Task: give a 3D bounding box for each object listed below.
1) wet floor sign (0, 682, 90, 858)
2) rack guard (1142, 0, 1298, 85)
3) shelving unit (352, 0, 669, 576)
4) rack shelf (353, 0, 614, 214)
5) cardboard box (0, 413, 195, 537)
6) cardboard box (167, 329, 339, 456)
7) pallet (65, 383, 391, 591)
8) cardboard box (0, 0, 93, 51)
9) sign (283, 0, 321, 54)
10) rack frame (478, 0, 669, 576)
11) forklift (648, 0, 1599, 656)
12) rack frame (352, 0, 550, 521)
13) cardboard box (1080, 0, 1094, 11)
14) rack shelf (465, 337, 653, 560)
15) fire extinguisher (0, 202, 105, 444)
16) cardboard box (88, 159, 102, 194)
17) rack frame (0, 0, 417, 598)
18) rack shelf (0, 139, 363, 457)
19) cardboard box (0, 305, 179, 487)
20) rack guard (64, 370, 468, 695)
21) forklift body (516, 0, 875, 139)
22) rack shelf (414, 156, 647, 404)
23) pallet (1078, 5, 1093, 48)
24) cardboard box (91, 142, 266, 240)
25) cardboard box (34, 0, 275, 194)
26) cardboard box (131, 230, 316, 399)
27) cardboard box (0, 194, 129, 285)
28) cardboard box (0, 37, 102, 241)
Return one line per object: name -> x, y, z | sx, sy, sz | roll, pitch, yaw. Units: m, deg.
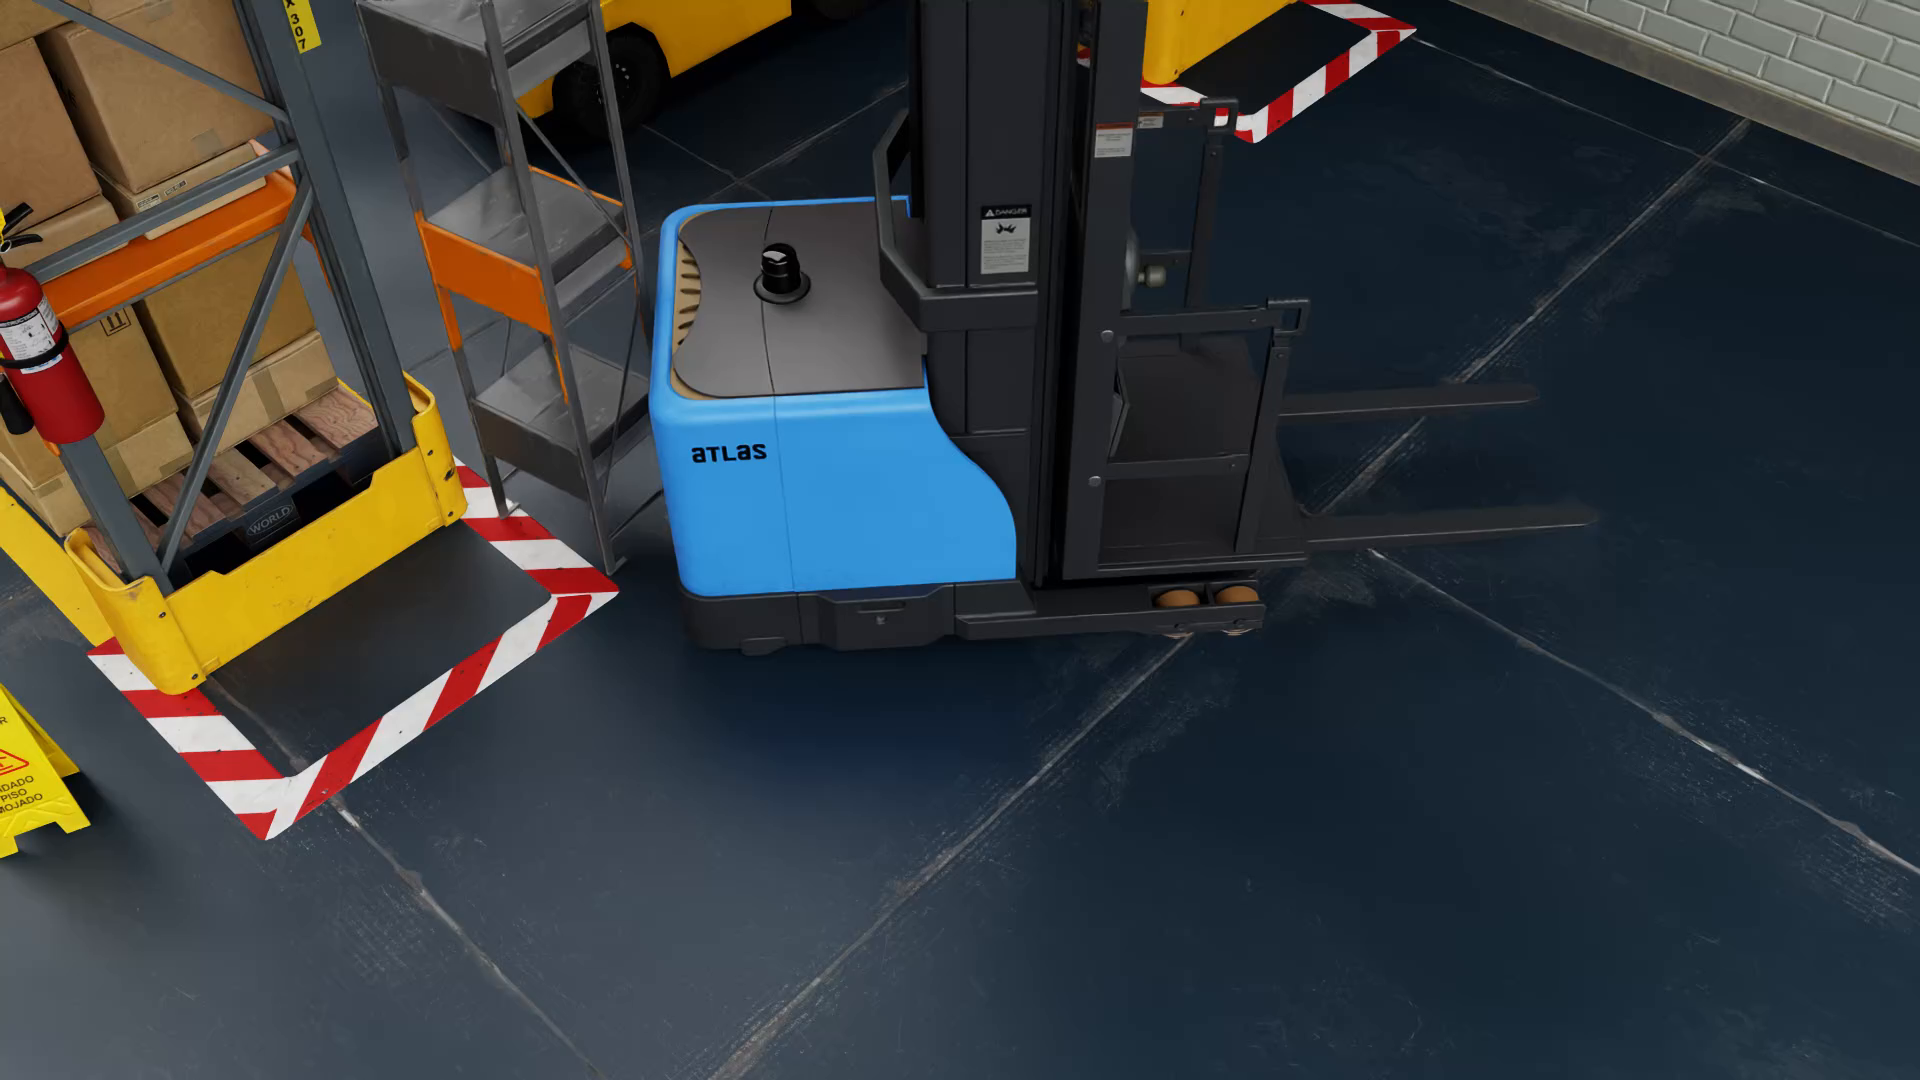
wet floor sign -> -2.760, 0.599, 4.745 | 0.267, 0.644, 0.232 | -21, 50, -18
rack guard -> 1.207, -2.668, 7.912 | 0.348, 0.500, 1.175 | 34, 55, 28
shelving unit -> -1.287, -0.819, 5.077 | 0.503, 2.100, 0.431 | 25, 51, 22
rack shelf -> -1.286, -1.292, 4.579 | 0.480, 0.518, 0.431 | 25, 51, 22
cardboard box -> -2.968, -0.344, 5.614 | 0.500, 0.250, 0.500 | 34, 55, 28
cardboard box -> -2.579, -0.624, 5.876 | 0.500, 0.250, 0.500 | 33, 55, 27
pallet -> -2.803, -0.378, 5.960 | 1.213, 0.211, 1.003 | 34, 55, 28
cardboard box -> -2.698, -1.488, 4.131 | 0.500, 0.500, 0.700 | 33, 55, 27
sign -> -1.806, -1.461, 4.471 | 0.005, 0.325, 0.100 | 34, 55, 28
rack frame -> -1.081, -0.724, 4.987 | 0.015, 2.100, 0.400 | 25, 51, 22
forklift -> 0.584, -1.068, 4.743 | 3.031, 2.935, 1.130 | -3, 47, -3
rack frame -> -1.493, -0.914, 5.166 | 0.015, 2.100, 0.400 | 25, 51, 22
cardboard box -> 0.630, -2.801, 7.920 | 0.500, 0.250, 0.500 | 34, 56, 28
rack shelf -> -1.289, -0.328, 5.595 | 0.480, 0.518, 0.431 | 25, 51, 22
fire extinguisher -> -2.403, -0.544, 4.257 | 0.183, 0.674, 0.296 | 34, 55, 28
cardboard box -> -2.479, -1.184, 4.977 | 0.250, 0.149, 0.380 | 35, 56, 28
rack frame -> -2.174, -0.874, 4.513 | 0.127, 3.000, 1.000 | 34, 55, 28
rack shelf -> -3.644, -1.617, 5.704 | 4.000, 0.370, 1.077 | 34, 55, 28
cardboard box -> -2.940, -0.590, 5.330 | 0.500, 0.500, 0.500 | 34, 56, 28
rack guard -> -2.230, -0.056, 5.460 | 0.348, 0.500, 1.175 | 34, 55, 28
forklift body -> -1.441, -3.205, 7.284 | 1.214, 2.155, 2.313 | 34, 55, 28
rack shelf -> -1.287, -0.810, 5.087 | 0.480, 0.518, 0.431 | 25, 51, 22
pallet -> 0.599, -2.936, 8.362 | 1.213, 0.211, 1.003 | 34, 55, 28
cardboard box -> -2.283, -1.067, 4.867 | 0.250, 0.149, 0.380 | 34, 55, 28
cardboard box -> -2.334, -1.393, 4.728 | 0.500, 0.500, 0.500 | 33, 55, 27
cardboard box -> -2.597, -0.892, 5.614 | 0.500, 0.500, 0.500 | 32, 55, 27
cardboard box -> -2.594, -0.859, 4.671 | 0.250, 0.149, 0.380 | 36, 56, 29
cardboard box -> -2.760, -1.131, 4.482 | 0.500, 0.500, 0.500 | 33, 55, 27
